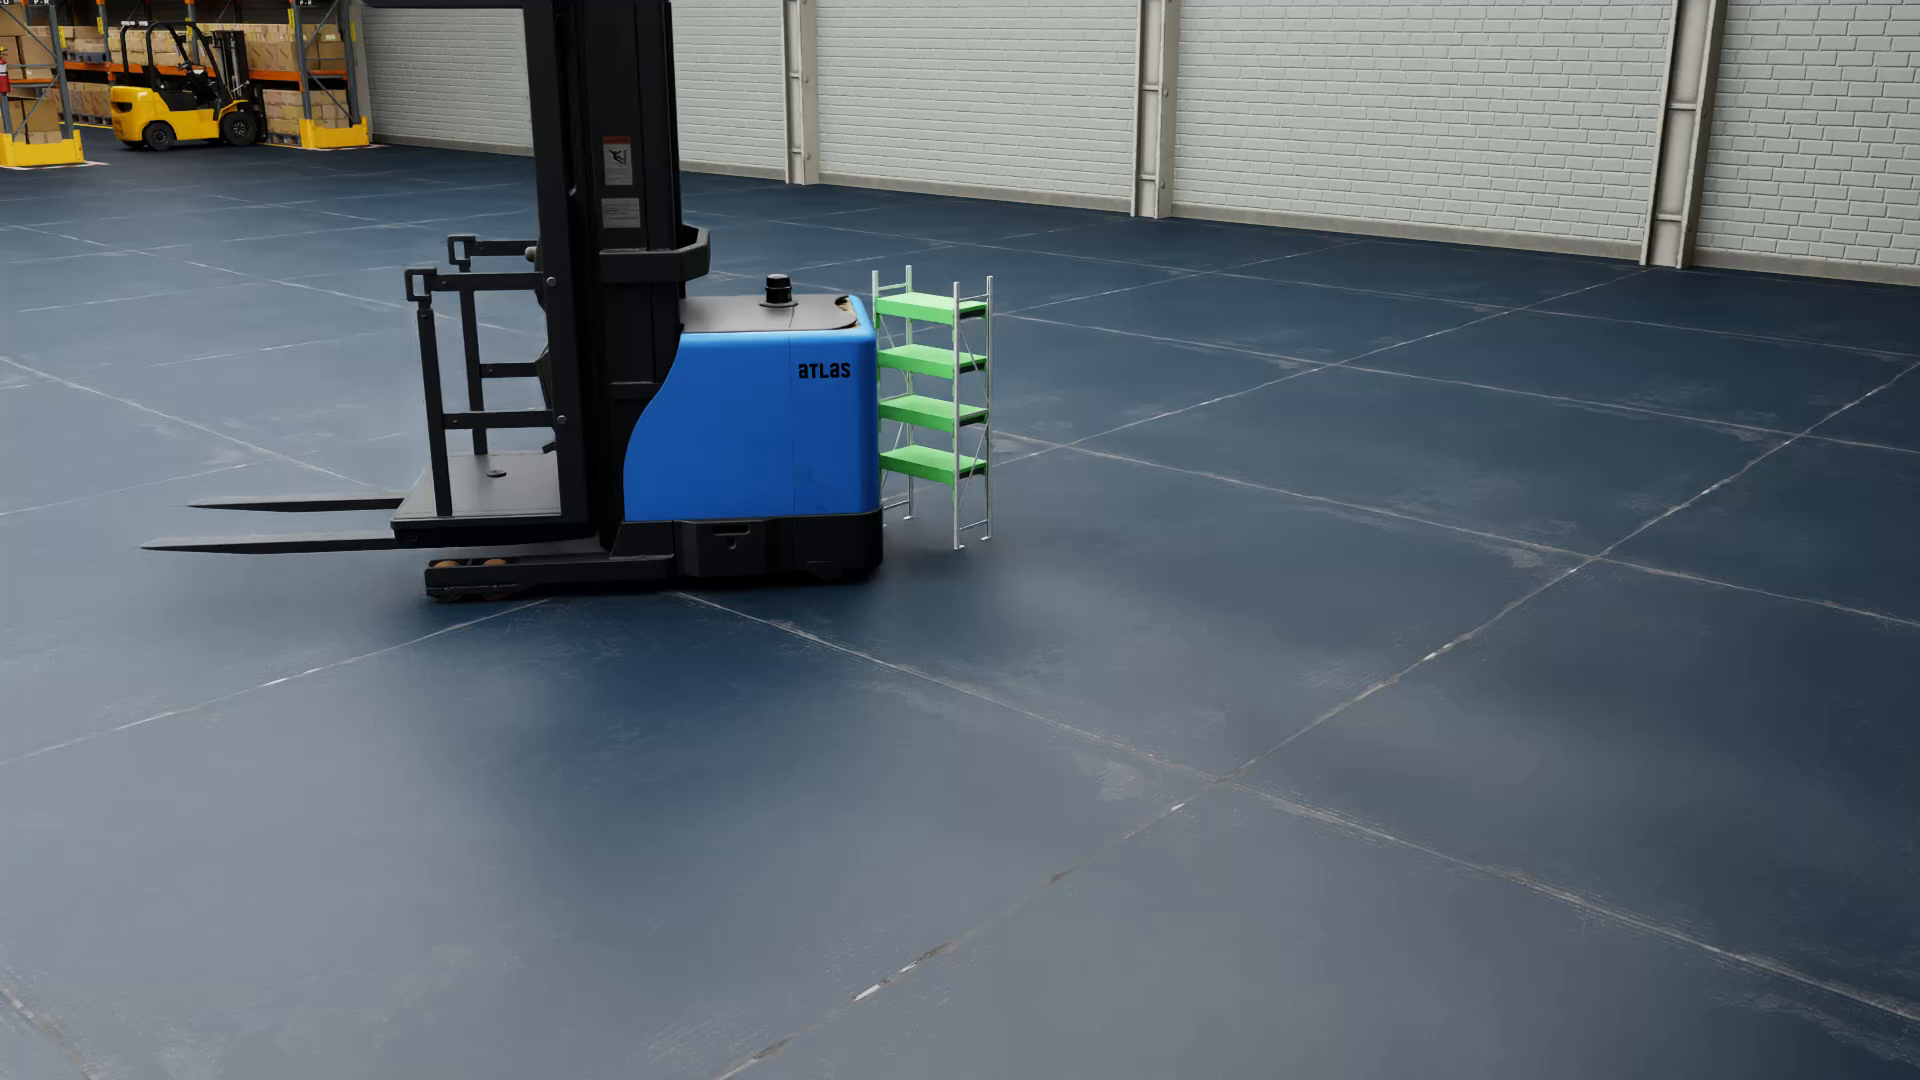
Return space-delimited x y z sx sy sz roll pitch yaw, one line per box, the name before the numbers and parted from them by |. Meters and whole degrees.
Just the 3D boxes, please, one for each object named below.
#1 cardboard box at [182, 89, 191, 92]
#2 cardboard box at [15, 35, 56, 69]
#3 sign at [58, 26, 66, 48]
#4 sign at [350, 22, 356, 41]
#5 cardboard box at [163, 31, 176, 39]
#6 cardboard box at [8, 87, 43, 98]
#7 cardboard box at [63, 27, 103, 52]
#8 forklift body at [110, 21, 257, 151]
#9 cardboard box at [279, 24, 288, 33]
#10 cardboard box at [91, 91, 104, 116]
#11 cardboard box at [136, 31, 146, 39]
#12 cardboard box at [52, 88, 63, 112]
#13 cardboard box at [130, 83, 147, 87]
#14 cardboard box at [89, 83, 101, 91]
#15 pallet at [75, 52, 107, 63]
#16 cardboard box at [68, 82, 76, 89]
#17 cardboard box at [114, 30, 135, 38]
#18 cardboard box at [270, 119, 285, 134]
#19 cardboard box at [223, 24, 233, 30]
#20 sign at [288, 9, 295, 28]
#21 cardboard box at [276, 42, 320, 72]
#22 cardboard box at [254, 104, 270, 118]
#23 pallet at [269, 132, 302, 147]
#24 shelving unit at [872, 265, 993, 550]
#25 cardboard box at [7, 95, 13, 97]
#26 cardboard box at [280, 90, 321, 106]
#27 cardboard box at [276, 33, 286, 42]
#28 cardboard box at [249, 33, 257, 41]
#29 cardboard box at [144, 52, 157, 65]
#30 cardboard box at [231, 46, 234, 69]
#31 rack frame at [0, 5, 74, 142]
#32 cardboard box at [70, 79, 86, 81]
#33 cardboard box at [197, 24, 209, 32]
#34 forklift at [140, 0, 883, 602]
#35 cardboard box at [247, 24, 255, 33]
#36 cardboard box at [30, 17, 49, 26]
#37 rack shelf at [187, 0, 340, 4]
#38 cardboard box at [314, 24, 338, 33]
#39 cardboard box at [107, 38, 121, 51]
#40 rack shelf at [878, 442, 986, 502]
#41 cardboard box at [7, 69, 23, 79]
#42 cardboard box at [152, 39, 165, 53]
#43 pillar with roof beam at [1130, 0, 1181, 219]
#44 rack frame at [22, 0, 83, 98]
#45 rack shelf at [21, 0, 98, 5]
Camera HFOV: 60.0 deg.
cardboard box | -15.237 -8.670 33.203 0.625 0.625 0.875 15 23 39
cardboard box | -14.734 -7.762 26.455 0.500 0.500 0.500 15 23 38
sign | -14.204 -7.950 26.274 0.005 0.325 0.100 15 23 39
sign | -10.899 -9.114 29.807 0.005 0.325 0.100 15 23 39
cardboard box | -15.304 -9.849 32.448 0.250 0.149 0.380 14 22 38
cardboard box | -21.454 -10.227 38.316 0.500 0.500 0.700 14 22 37
cardboard box | -18.599 -10.680 35.442 0.637 0.503 0.797 14 23 38
forklift body | -13.901 -8.102 29.586 1.214 2.155 2.313 15 23 39
cardboard box | -11.885 -9.104 29.611 0.250 0.149 0.380 15 23 39
cardboard box | -18.082 -9.293 35.373 0.500 0.500 0.500 15 23 38
cardboard box | -16.240 -10.115 33.286 0.250 0.149 0.380 16 23 40
cardboard box | -19.630 -9.704 36.669 0.500 0.500 0.500 15 23 39
cardboard box | -17.439 -9.638 35.389 0.250 0.149 0.380 17 24 42
cardboard box | -18.353 -9.679 35.516 0.250 0.149 0.380 16 24 41
pallet | -17.809 -10.174 35.028 1.003 0.211 1.213 15 23 39
cardboard box | -19.137 -9.886 36.169 0.250 0.149 0.380 16 24 41
cardboard box | -17.012 -10.318 33.927 0.250 0.149 0.380 16 23 40
cardboard box | -12.199 -7.553 30.304 0.500 0.250 0.500 15 23 39
cardboard box | -13.433 -9.507 30.881 0.250 0.149 0.380 15 23 38
sign | -11.642 -9.084 28.970 0.005 0.325 0.100 15 23 39
cardboard box | -11.814 -8.626 29.668 0.500 0.500 0.500 14 23 38
cardboard box | -12.612 -7.896 30.557 0.500 0.250 0.500 14 23 38
pallet | -11.872 -7.354 30.434 1.213 0.211 1.003 15 23 39
shelving unit | -0.124 -0.605 7.535 0.503 1.200 0.258 15 23 39
cardboard box | -16.171 -7.203 27.962 0.500 0.500 0.500 17 24 42
cardboard box | -11.823 -7.927 29.829 0.500 0.250 0.500 16 24 41
cardboard box | -11.928 -8.946 29.605 0.250 0.149 0.380 16 23 40
cardboard box | -12.693 -9.154 30.259 0.250 0.149 0.380 15 23 40
cardboard box | -15.936 -9.621 33.216 0.500 0.250 0.500 16 24 41
cardboard box | -13.325 -9.039 30.970 0.500 0.500 0.500 15 23 39
rack frame | -14.564 -7.415 26.018 0.127 3.000 1.000 15 23 39
cardboard box | -19.781 -10.258 37.340 0.250 0.149 0.380 14 22 37
cardboard box | -14.222 -9.709 31.518 0.250 0.149 0.380 16 23 40
forklift | -1.885 -1.312 6.901 3.031 2.935 1.130 -2 18 -7
cardboard box | -12.701 -9.295 30.213 0.250 0.149 0.380 16 23 40
cardboard box | -21.184 -11.735 38.147 0.500 0.500 0.500 14 23 38
rack shelf | -12.768 -10.027 30.479 4.000 0.370 1.077 15 23 39
cardboard box | -11.381 -9.153 29.765 0.250 0.149 0.380 14 23 38
cardboard box | -17.102 -10.162 34.094 0.500 0.250 0.500 15 23 39
rack shelf | -0.124 -0.315 7.627 0.480 0.148 0.258 15 23 39
cardboard box | -14.986 -7.322 26.140 0.250 0.149 0.380 16 24 41
cardboard box | -15.569 -9.755 32.813 0.500 0.250 0.500 16 23 40
pillar with roof beam | -0.589 -7.154 15.277 0.400 9.000 9.100 15 23 39
rack frame | -20.247 -10.948 37.151 0.127 3.000 1.000 15 23 39
rack shelf | -18.751 -11.634 35.540 4.000 0.370 1.077 15 23 39
